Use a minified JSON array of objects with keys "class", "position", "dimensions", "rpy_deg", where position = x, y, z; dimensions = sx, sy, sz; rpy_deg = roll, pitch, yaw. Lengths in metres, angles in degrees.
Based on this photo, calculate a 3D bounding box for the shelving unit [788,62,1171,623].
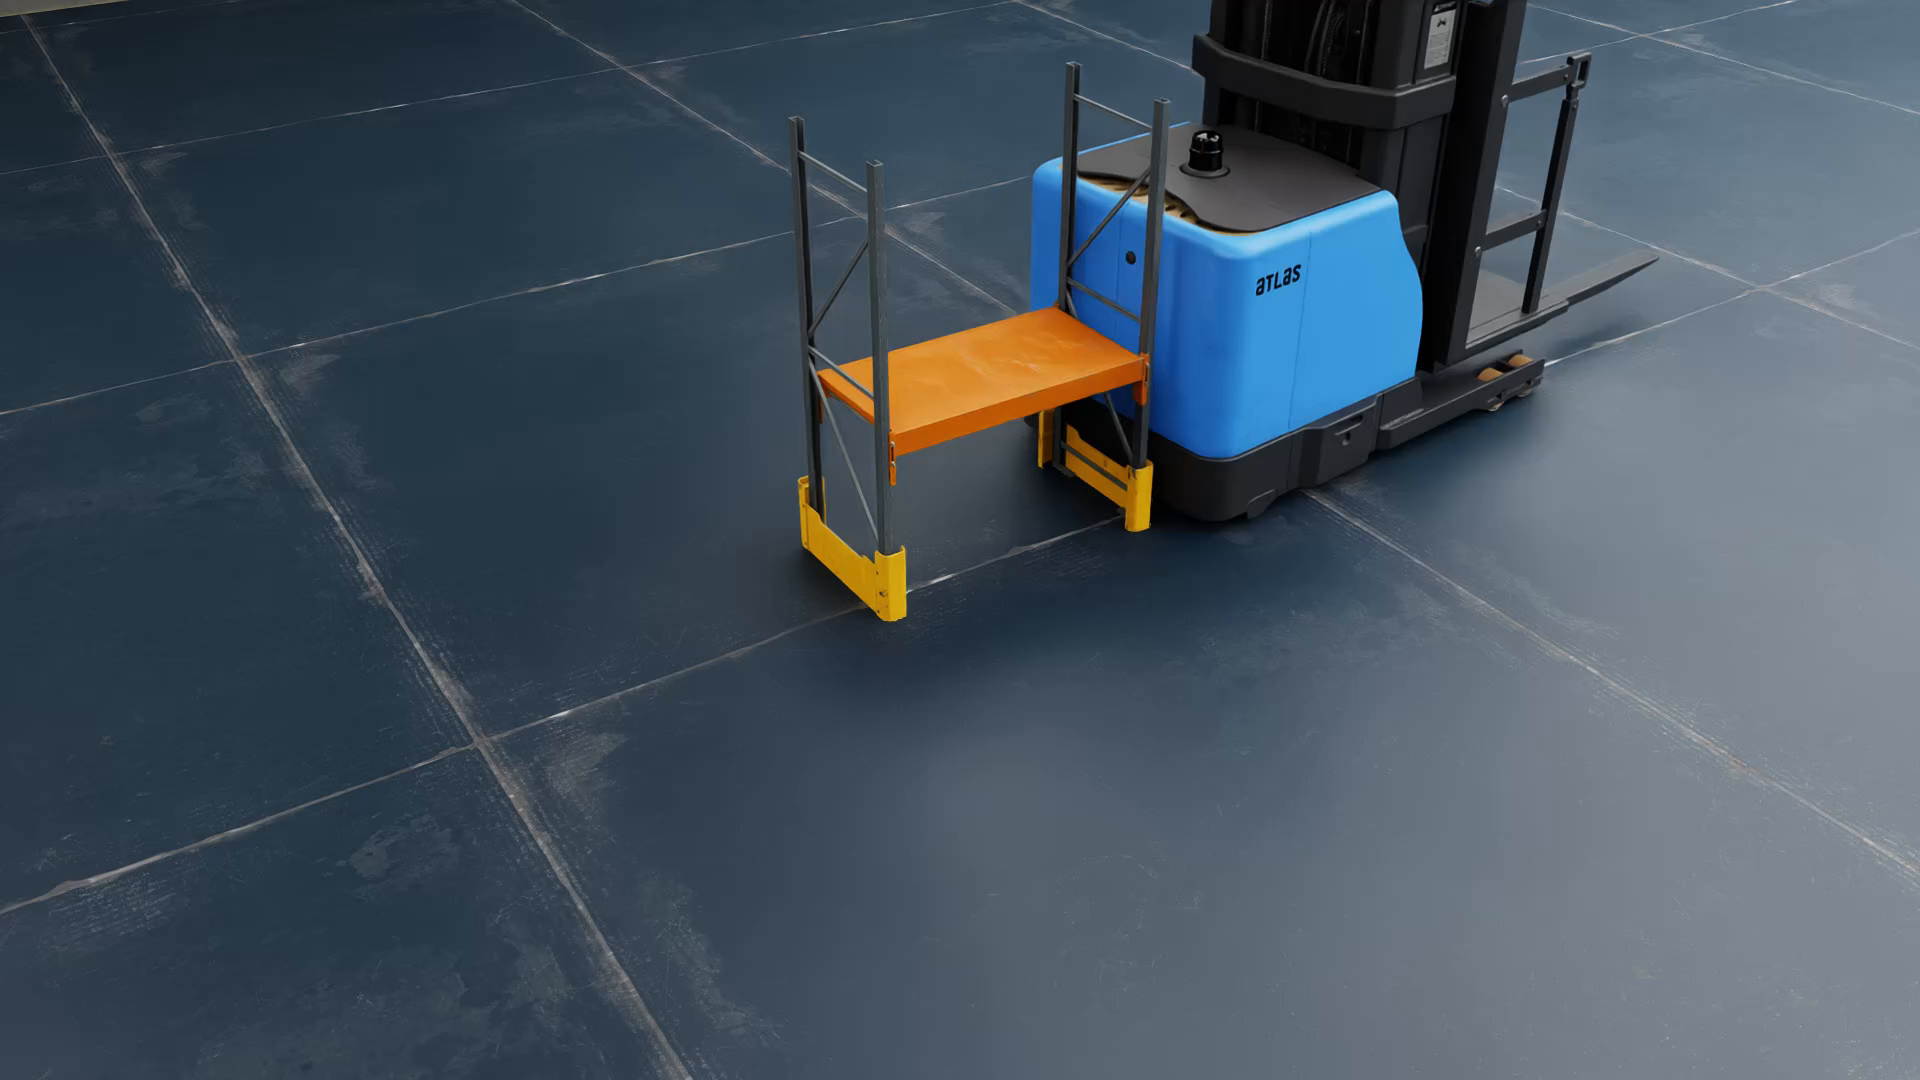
[{"class":"shelving unit","position":[0.058,-0.653,5.380],"dimensions":[1.083,1.500,0.587],"rpy_deg":[-19,37,-28]}]

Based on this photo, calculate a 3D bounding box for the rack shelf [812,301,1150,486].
[{"class":"rack shelf","position":[0.066,-0.504,5.480],"dimensions":[1.000,0.185,0.538],"rpy_deg":[-19,37,-28]}]

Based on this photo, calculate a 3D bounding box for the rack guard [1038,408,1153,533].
[{"class":"rack guard","position":[0.476,-0.270,5.943],"dimensions":[0.087,0.250,0.587],"rpy_deg":[-19,37,-28]}]

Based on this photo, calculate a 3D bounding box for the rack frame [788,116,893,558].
[{"class":"rack frame","position":[-0.360,-0.508,5.149],"dimensions":[0.032,1.500,0.500],"rpy_deg":[-19,37,-28]}]

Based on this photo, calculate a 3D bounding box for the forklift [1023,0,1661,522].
[{"class":"forklift","position":[1.705,-1.943,6.084],"dimensions":[3.031,2.935,1.130],"rpy_deg":[-23,39,-32]}]

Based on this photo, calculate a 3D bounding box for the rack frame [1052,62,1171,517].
[{"class":"rack frame","position":[0.492,-0.804,5.619],"dimensions":[0.032,1.500,0.500],"rpy_deg":[-19,37,-28]}]

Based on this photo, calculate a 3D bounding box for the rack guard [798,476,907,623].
[{"class":"rack guard","position":[-0.359,0.021,5.483],"dimensions":[0.087,0.250,0.587],"rpy_deg":[-19,37,-28]}]
